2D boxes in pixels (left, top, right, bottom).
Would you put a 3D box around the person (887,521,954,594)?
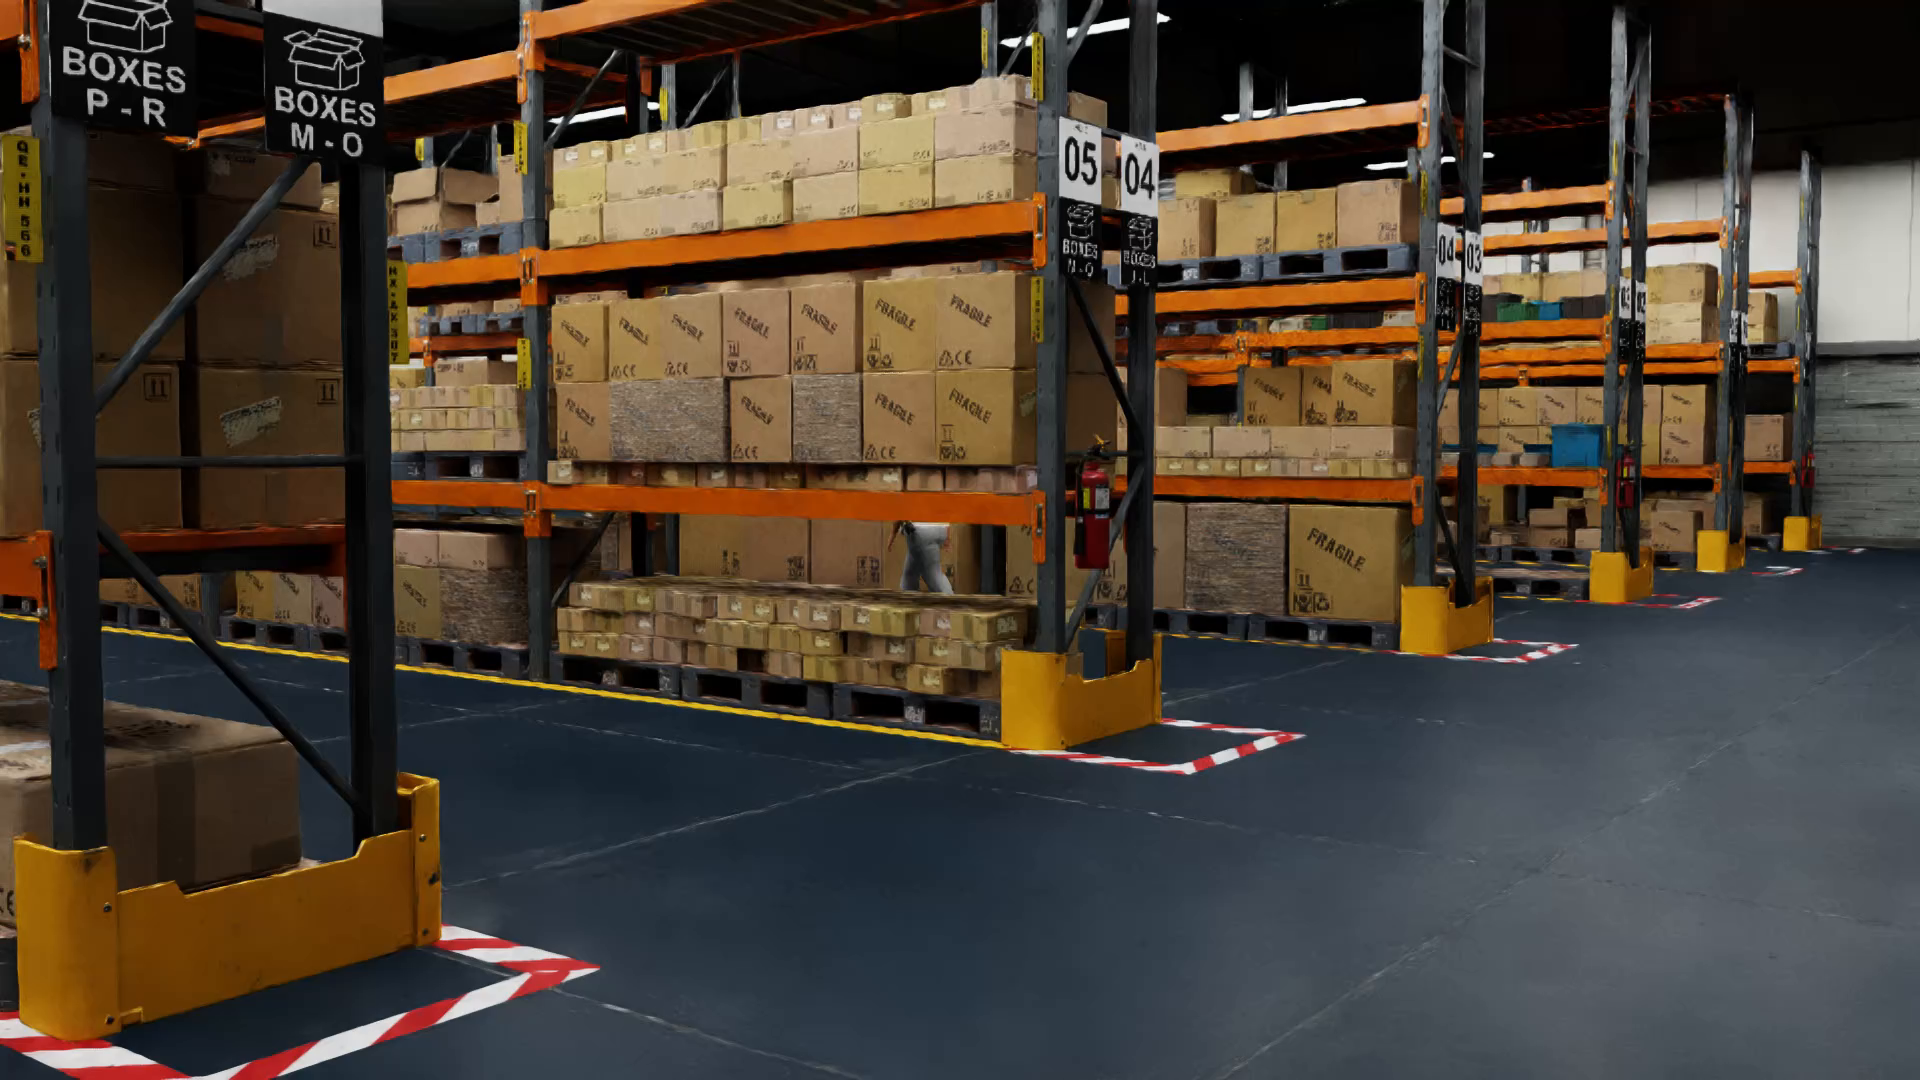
[{"bbox_3d":[-0.387,-0.064,13.885,0.940,1.606,0.496,2,4,28],"label":"person"}]
